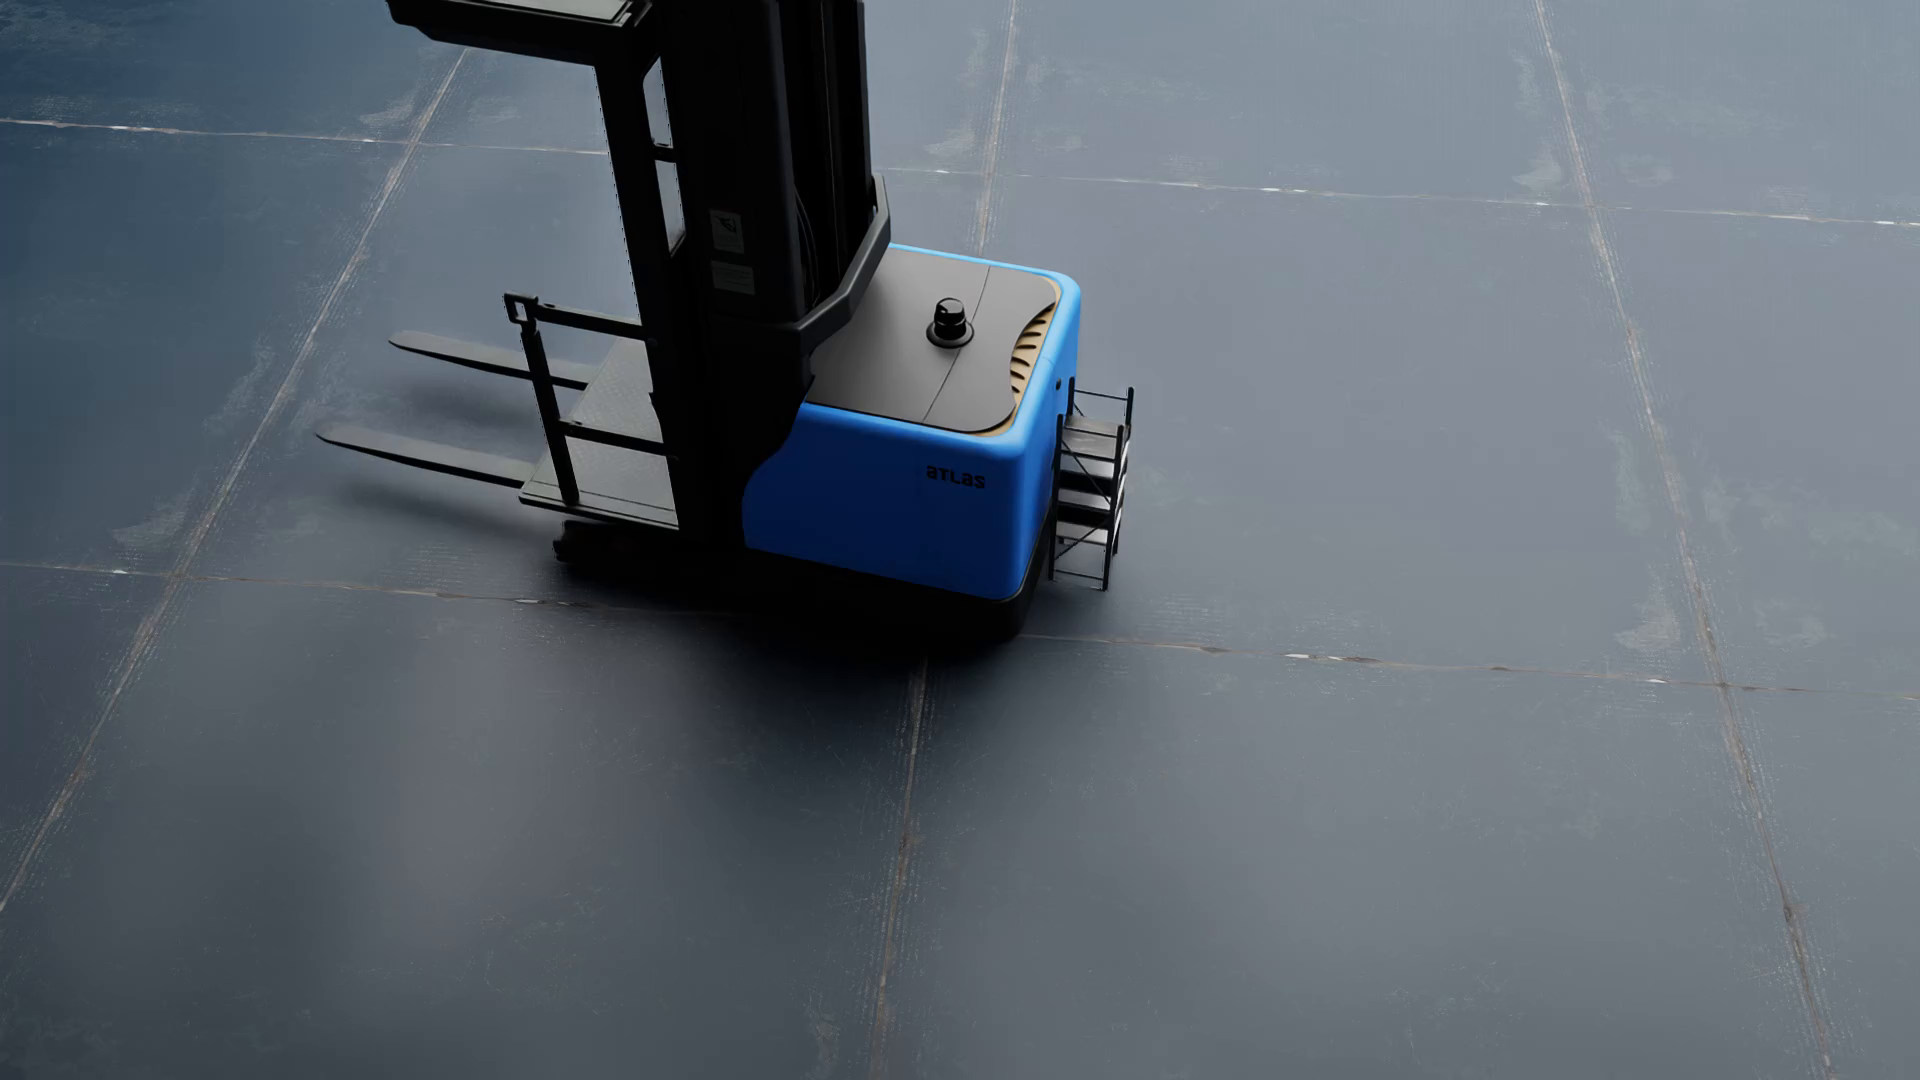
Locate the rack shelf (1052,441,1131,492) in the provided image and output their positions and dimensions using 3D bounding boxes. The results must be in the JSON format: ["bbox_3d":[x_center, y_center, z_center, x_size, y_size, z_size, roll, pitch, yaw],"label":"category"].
[{"bbox_3d":[0.491,-0.296,6.212,0.258,0.077,0.200,11,48,10],"label":"rack shelf"}]

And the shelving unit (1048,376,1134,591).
[{"bbox_3d":[0.491,-0.197,6.321,0.258,0.900,0.210,11,48,10],"label":"shelving unit"}]

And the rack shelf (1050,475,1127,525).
[{"bbox_3d":[0.491,-0.175,6.345,0.258,0.077,0.200,11,48,10],"label":"rack shelf"}]

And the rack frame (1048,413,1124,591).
[{"bbox_3d":[0.465,-0.125,6.254,0.240,0.900,0.006,11,48,10],"label":"rack frame"}]

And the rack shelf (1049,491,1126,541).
[{"bbox_3d":[0.491,-0.114,6.412,0.258,0.077,0.200,11,48,10],"label":"rack shelf"}]

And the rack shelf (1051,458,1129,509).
[{"bbox_3d":[0.491,-0.236,6.279,0.258,0.077,0.200,11,48,10],"label":"rack shelf"}]

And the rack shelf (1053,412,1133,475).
[{"bbox_3d":[0.491,-0.357,6.146,0.258,0.077,0.200,11,48,10],"label":"rack shelf"}]

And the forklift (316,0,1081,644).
[{"bbox_3d":[-1.109,-1.206,5.866,3.031,2.935,1.130,12,49,11],"label":"forklift"}]

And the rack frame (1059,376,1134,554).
[{"bbox_3d":[0.517,-0.270,6.387,0.240,0.900,0.006,11,48,10],"label":"rack frame"}]

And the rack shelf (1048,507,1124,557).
[{"bbox_3d":[0.491,-0.053,6.478,0.258,0.077,0.200,11,48,10],"label":"rack shelf"}]
